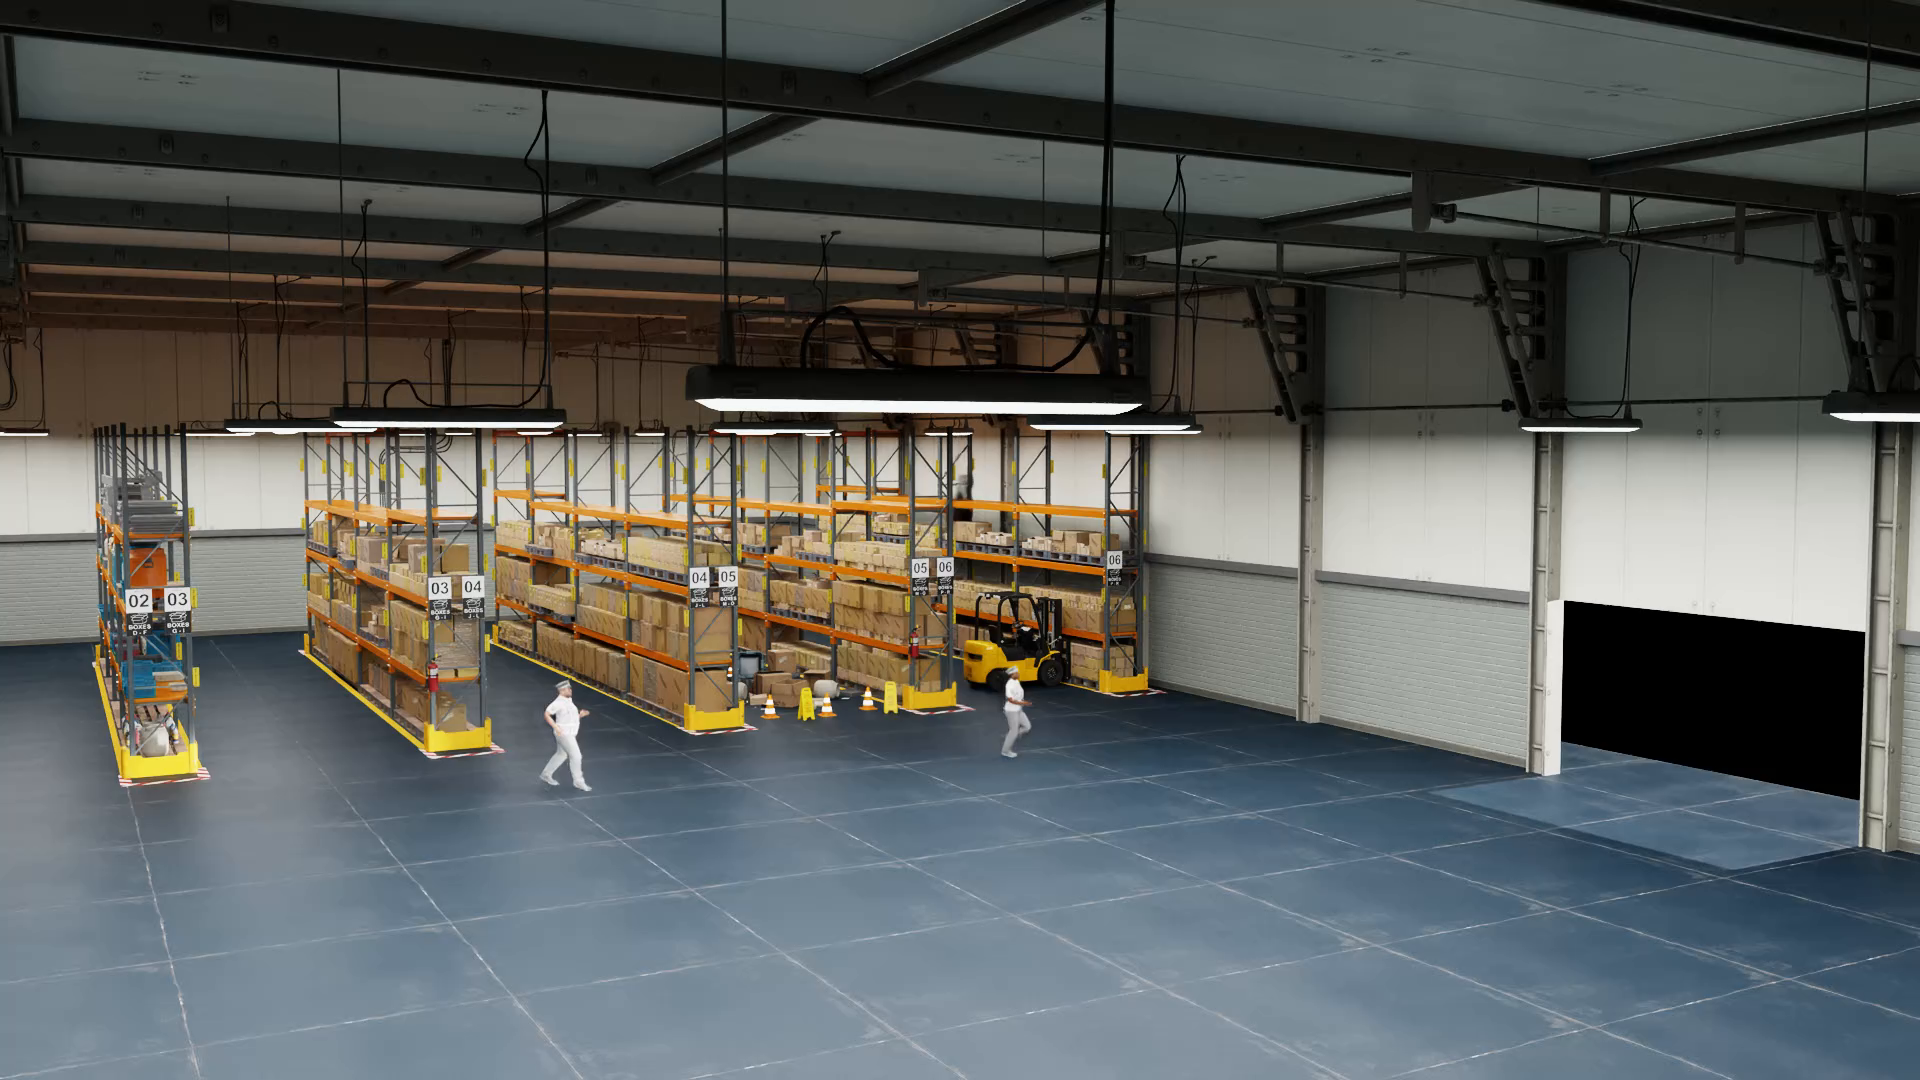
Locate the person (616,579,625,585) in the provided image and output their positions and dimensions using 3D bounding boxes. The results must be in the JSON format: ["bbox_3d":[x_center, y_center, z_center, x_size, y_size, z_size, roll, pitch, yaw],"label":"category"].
[{"bbox_3d":[-10.216,1.877,49.949,0.802,1.706,0.563,-2,4,-26],"label":"person"}]

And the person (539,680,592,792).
[{"bbox_3d":[-6.440,3.186,27.110,0.888,1.819,0.649,0,3,-3],"label":"person"}]

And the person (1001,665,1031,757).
[{"bbox_3d":[1.028,3.074,29.974,0.570,1.662,0.561,1,4,19],"label":"person"}]
